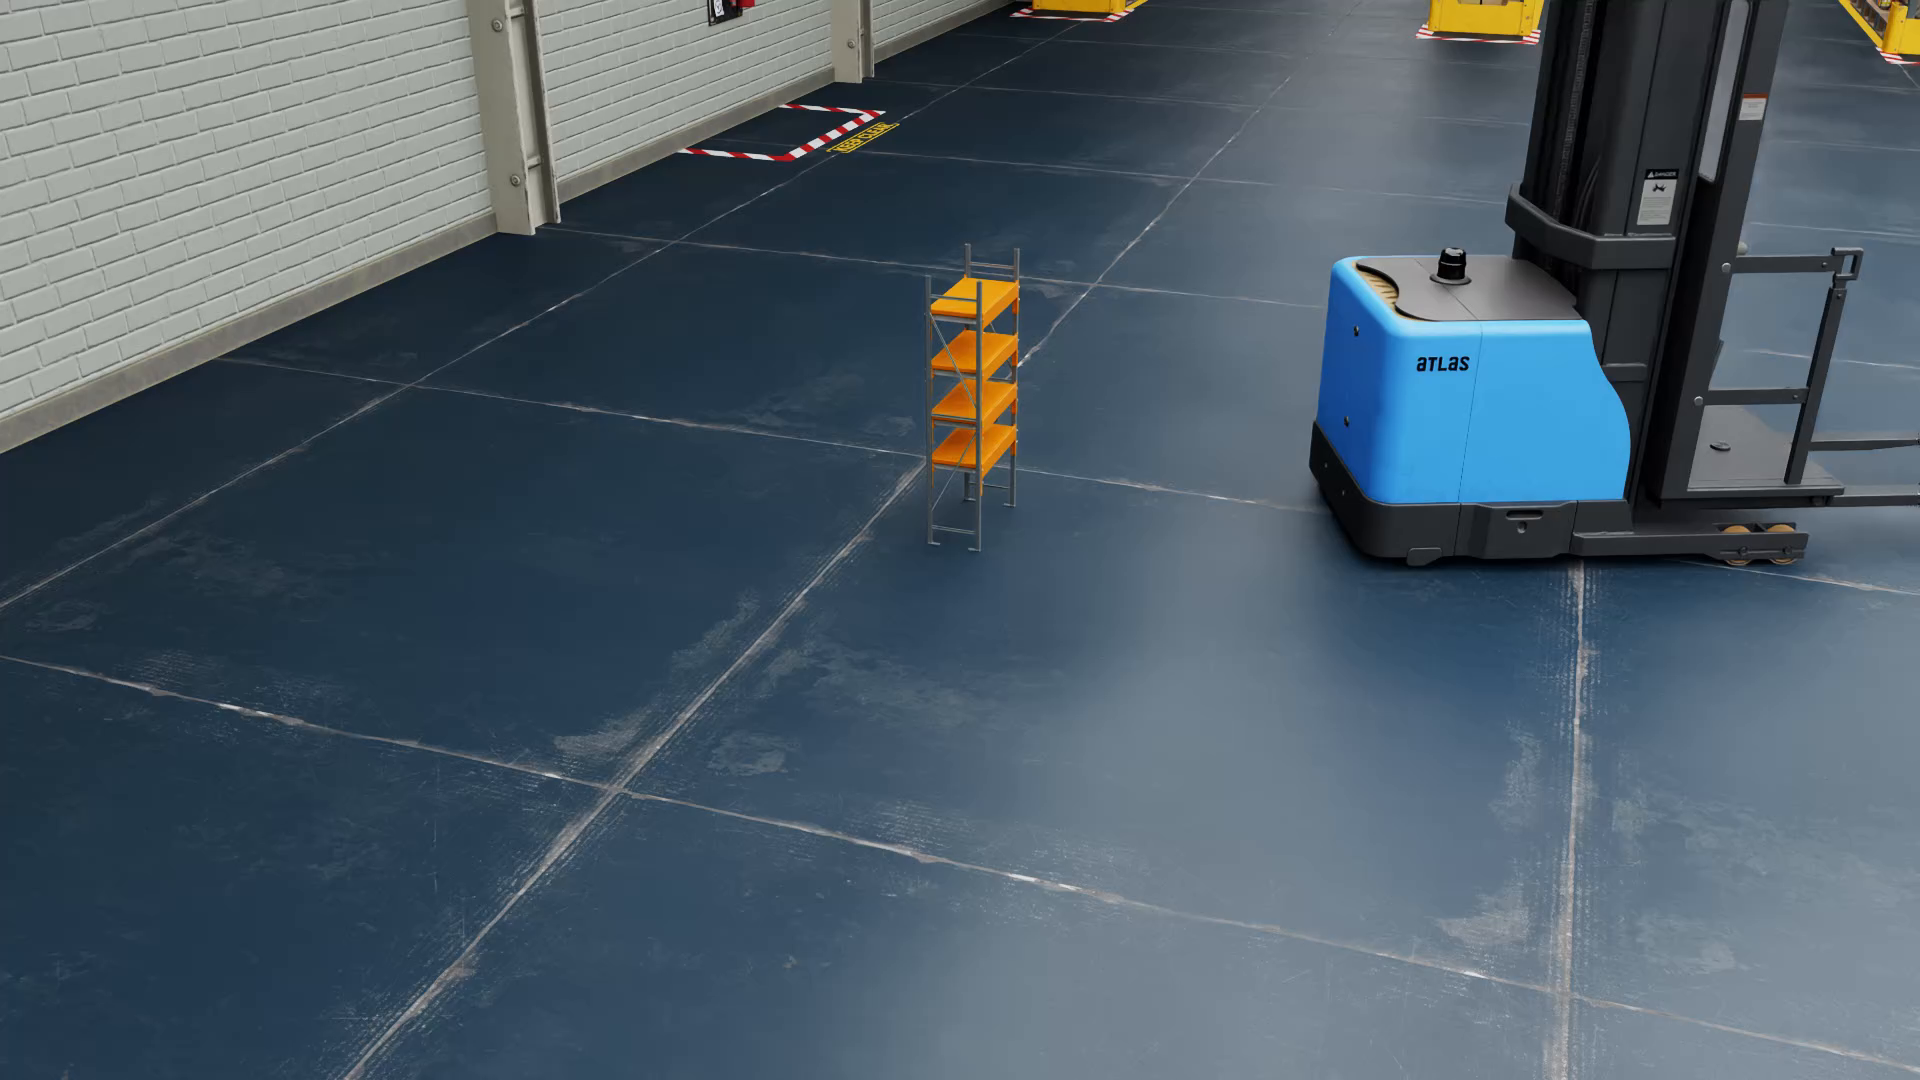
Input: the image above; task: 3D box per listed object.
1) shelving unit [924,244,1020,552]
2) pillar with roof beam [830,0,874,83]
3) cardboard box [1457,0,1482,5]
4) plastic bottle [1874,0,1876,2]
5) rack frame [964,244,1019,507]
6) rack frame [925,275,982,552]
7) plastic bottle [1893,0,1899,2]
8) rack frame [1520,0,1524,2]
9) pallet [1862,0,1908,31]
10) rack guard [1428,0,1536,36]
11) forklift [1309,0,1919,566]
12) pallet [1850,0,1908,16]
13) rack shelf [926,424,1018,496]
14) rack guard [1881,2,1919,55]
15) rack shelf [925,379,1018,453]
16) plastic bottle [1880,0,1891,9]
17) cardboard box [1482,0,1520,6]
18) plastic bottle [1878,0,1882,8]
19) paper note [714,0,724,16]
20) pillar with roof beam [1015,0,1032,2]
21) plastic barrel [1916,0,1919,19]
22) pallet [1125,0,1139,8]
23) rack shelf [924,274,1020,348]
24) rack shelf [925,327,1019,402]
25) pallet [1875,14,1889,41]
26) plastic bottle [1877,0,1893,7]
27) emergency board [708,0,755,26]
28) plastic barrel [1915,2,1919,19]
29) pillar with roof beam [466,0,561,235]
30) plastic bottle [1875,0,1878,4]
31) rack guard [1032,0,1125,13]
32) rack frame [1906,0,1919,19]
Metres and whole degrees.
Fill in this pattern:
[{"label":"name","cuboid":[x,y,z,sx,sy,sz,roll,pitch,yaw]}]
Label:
[{"label":"shelving unit","cuboid":[0.055,-0.608,7.129,0.258,1.200,0.503,9,27,17]},{"label":"pillar with roof beam","cuboid":[2.970,-8.133,13.721,9.100,9.000,0.400,9,27,17]},{"label":"cardboard box","cuboid":[6.062,-6.607,20.127,0.500,0.250,0.500,9,27,17]},{"label":"plastic bottle","cuboid":[11.237,-6.722,20.226,0.144,0.351,0.185,10,28,20]},{"label":"rack frame","cuboid":[0.136,-0.708,7.336,0.240,1.200,0.015,9,27,17]},{"label":"rack frame","cuboid":[-0.026,-0.508,6.922,0.240,1.200,0.015,9,27,17]},{"label":"plastic bottle","cuboid":[11.240,-6.551,19.950,0.061,0.283,0.133,9,27,17]},{"label":"rack frame","cuboid":[6.162,-7.392,19.076,1.000,3.000,0.127,9,27,17]},{"label":"pallet","cuboid":[11.496,-6.288,19.996,1.003,0.211,1.213,9,27,17]},{"label":"rack guard","cuboid":[6.154,-6.258,19.600,1.175,0.500,0.348,9,27,17]},{"label":"forklift","cuboid":[3.168,-1.440,6.861,3.031,2.935,1.130,-1,26,-3]},{"label":"pallet","cuboid":[11.900,-6.791,21.034,1.003,0.211,1.213,9,27,17]},{"label":"rack shelf","cuboid":[0.055,-0.369,7.245,0.258,0.148,0.480,9,27,17]},{"label":"rack guard","cuboid":[10.813,-5.586,18.213,1.175,0.500,0.348,9,27,17]},{"label":"rack shelf","cuboid":[0.055,-0.548,7.158,0.258,0.148,0.480,9,27,17]},{"label":"plastic bottle","cuboid":[11.030,-6.429,19.793,0.097,0.201,0.097,0,26,0]},{"label":"cardboard box","cuboid":[6.550,-6.532,19.972,0.500,0.250,0.500,9,27,17]},{"label":"plastic bottle","cuboid":[11.051,-6.517,19.880,0.061,0.283,0.133,9,27,19]},{"label":"paper note","cuboid":[-2.072,-4.588,14.294,0.016,0.148,0.142,9,27,17]},{"label":"pillar with roof beam","cuboid":[4.966,-10.598,18.813,9.100,9.000,0.400,9,27,17]},{"label":"plastic barrel","cuboid":[10.979,-6.023,18.621,0.421,0.512,0.421,0,26,0]},{"label":"pallet","cuboid":[1.819,-7.214,21.908,1.003,0.211,1.213,9,27,17]},{"label":"rack shelf","cuboid":[0.055,-0.962,6.958,0.258,0.148,0.480,9,27,17]},{"label":"rack shelf","cuboid":[0.055,-0.749,7.061,0.258,0.148,0.480,9,27,17]},{"label":"pallet","cuboid":[11.088,-5.789,18.964,1.003,0.211,1.213,9,27,17]},{"label":"plastic bottle","cuboid":[11.139,-6.563,19.983,0.152,0.276,0.135,9,27,18]},{"label":"emergency board","cuboid":[-1.948,-5.047,14.231,0.194,1.169,0.643,9,27,17]},{"label":"plastic barrel","cuboid":[11.146,-6.229,19.047,0.421,0.512,0.421,0,26,0]},{"label":"pillar with roof beam","cuboid":[0.973,-5.667,8.628,9.100,9.000,0.400,9,27,17]},{"label":"plastic bottle","cuboid":[11.186,-6.620,20.101,0.152,0.276,0.135,8,27,16]},{"label":"rack guard","cuboid":[1.515,-7.015,21.166,1.175,0.500,0.348,9,27,17]},{"label":"rack frame","cuboid":[10.832,-6.673,17.589,1.000,3.000,0.127,9,27,17]}]
